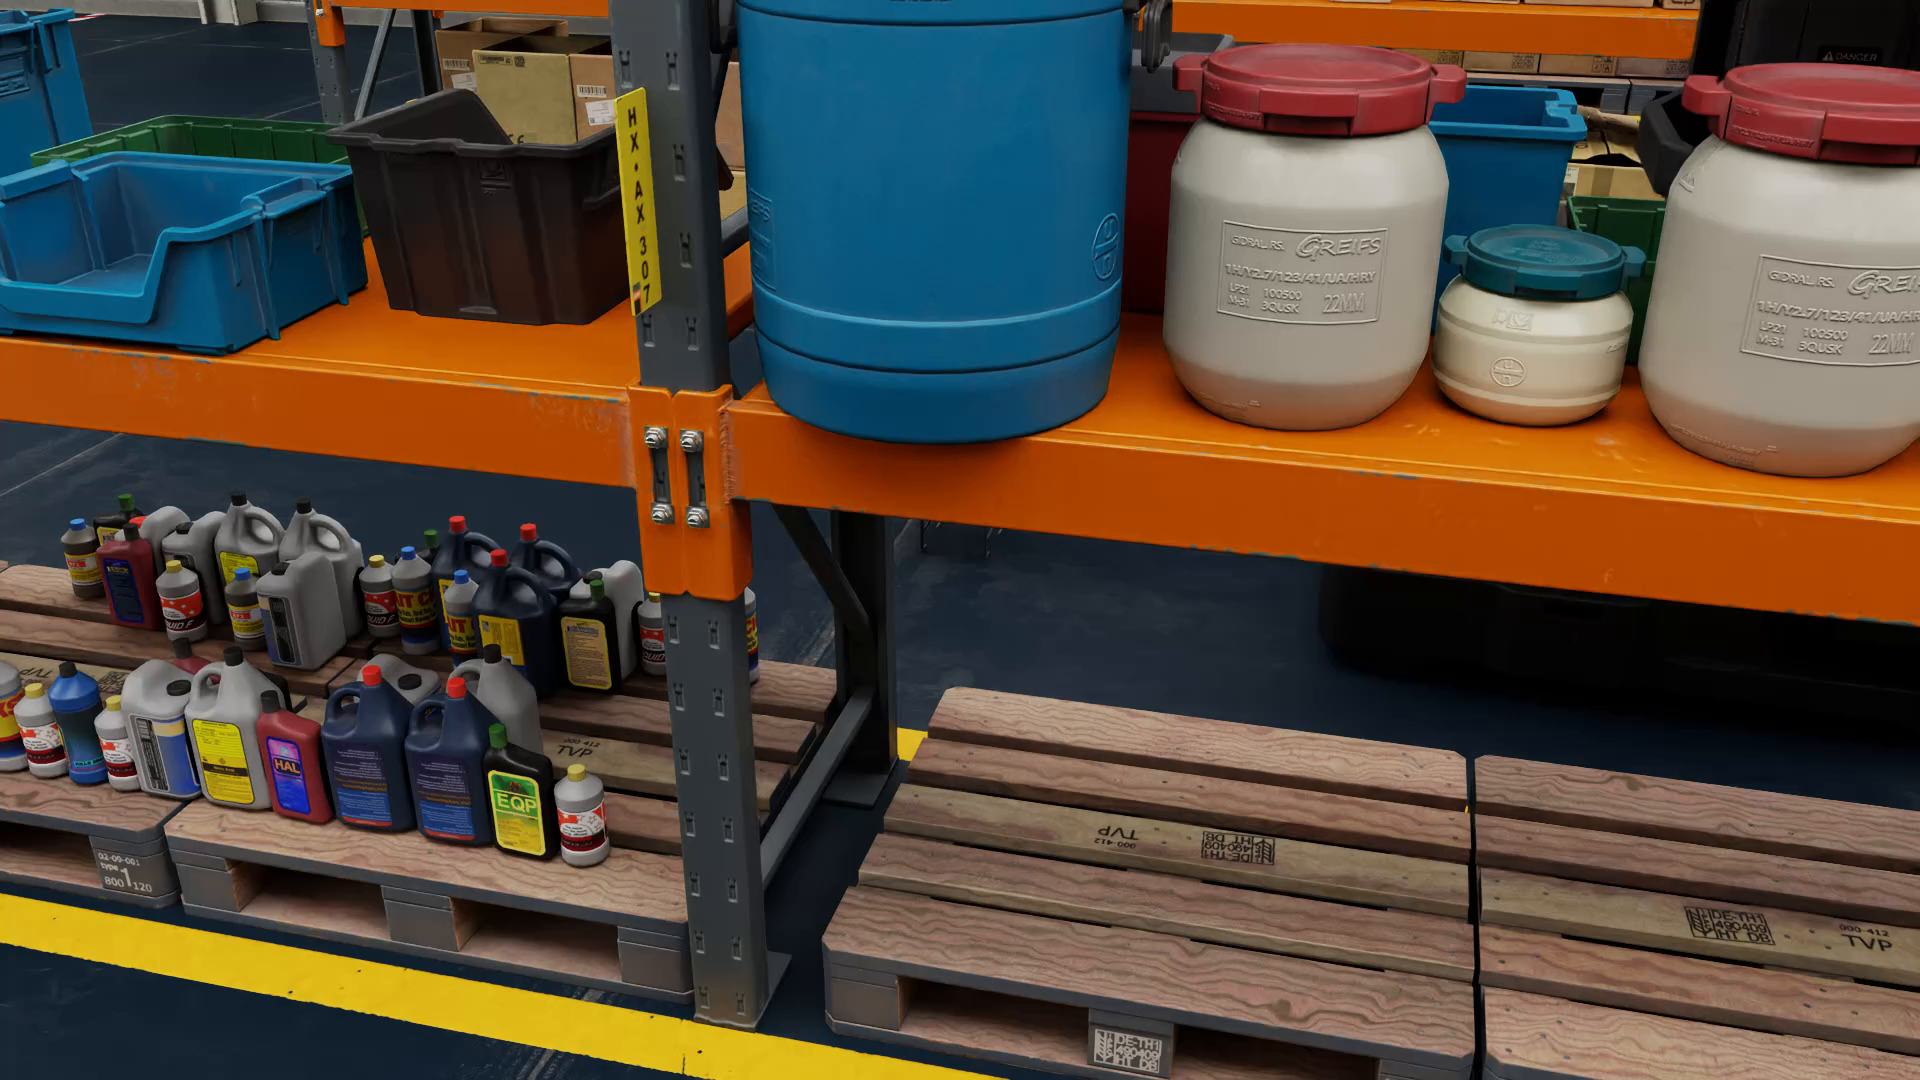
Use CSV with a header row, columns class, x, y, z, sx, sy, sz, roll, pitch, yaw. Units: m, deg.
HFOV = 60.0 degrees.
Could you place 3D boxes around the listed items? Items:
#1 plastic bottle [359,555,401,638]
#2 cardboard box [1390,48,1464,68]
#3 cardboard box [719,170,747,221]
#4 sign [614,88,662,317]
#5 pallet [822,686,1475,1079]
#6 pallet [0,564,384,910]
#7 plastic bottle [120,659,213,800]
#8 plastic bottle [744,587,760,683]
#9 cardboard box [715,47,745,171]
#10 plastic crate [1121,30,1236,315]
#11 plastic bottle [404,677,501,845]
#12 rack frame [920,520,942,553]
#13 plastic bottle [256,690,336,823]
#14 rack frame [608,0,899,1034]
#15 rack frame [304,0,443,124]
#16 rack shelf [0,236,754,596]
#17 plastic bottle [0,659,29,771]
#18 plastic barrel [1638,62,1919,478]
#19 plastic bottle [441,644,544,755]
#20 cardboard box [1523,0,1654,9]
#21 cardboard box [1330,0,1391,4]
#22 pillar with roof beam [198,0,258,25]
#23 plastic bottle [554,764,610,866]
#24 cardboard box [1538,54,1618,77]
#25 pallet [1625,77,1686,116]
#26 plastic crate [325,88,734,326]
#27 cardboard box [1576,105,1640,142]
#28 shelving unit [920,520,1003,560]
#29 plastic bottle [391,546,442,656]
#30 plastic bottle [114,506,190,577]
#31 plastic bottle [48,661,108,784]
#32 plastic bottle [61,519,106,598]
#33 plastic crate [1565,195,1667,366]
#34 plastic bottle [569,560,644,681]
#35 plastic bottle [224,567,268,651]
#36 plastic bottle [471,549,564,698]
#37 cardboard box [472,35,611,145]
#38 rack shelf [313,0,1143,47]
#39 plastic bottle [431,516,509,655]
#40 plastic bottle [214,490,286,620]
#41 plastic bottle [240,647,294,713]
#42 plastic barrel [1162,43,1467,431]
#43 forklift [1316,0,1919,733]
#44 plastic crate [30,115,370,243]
class,x,y,z,sx,sy,sz,roll,pitch,yaw
plastic bottle,-1.465,0.136,4.218,0.097,0.201,0.097,0,25,0
cardboard box,3.362,-3.697,11.923,0.500,0.500,0.700,6,26,12
cardboard box,-1.056,-1.736,8.117,0.500,0.250,0.500,6,26,13
sign,-0.483,-0.506,2.502,0.005,0.325,0.100,6,26,13
pallet,0.435,0.718,3.497,1.213,0.211,1.003,6,26,13
pallet,-2.161,0.431,4.099,1.213,0.211,1.003,6,26,13
plastic bottle,-1.686,0.399,3.579,0.135,0.276,0.152,7,26,14
plastic bottle,-0.535,0.208,3.987,0.097,0.271,0.097,0,25,0
cardboard box,-1.056,-2.074,7.955,0.500,0.500,0.500,6,26,13
plastic crate,0.210,-0.714,3.185,0.583,0.464,0.402,6,26,13
plastic bottle,-1.031,0.439,3.408,0.185,0.351,0.144,6,26,12
rack frame,-0.091,-0.416,5.078,0.006,0.900,0.240,6,26,13
plastic bottle,-1.385,0.449,3.465,0.133,0.283,0.061,8,27,16
rack frame,-0.336,-0.609,3.040,0.127,3.000,1.000,6,26,13
rack frame,-2.972,-3.099,8.270,0.127,3.000,1.000,6,26,13
rack shelf,-2.273,-0.498,3.644,4.000,0.370,1.077,6,26,13
plastic bottle,-2.102,0.367,3.651,0.097,0.271,0.097,0,25,0
plastic barrel,1.247,-0.398,2.439,0.433,0.535,0.433,0,25,0
plastic bottle,-0.995,0.379,3.534,0.185,0.351,0.144,6,26,13
cardboard box,2.637,-2.517,6.931,0.500,0.500,0.500,6,26,13
cardboard box,1.709,-2.377,7.046,0.250,0.149,0.380,6,26,13
pillar with roof beam,-7.732,-7.006,9.497,0.400,9.000,9.100,6,26,13
plastic bottle,-0.765,0.547,3.356,0.097,0.201,0.097,0,25,0
cardboard box,4.337,-3.576,11.667,0.500,0.500,0.700,6,26,13
pallet,5.249,-3.131,11.580,1.213,0.211,1.003,6,26,13
plastic crate,-0.811,-0.690,3.282,0.504,0.338,0.767,6,26,13
cardboard box,2.839,-1.785,7.568,0.500,0.311,0.500,6,26,12
shelving unit,0.008,-0.405,5.055,0.210,0.900,0.258,6,26,13
plastic bottle,-1.349,0.145,4.119,0.097,0.271,0.097,0,25,0
plastic bottle,-2.084,0.046,4.320,0.135,0.276,0.152,7,26,13
plastic bottle,-1.906,0.389,3.606,0.097,0.271,0.097,0,25,0
plastic bottle,-2.322,0.042,4.417,0.097,0.201,0.097,0,25,0
plastic crate,1.421,-0.444,2.941,0.662,0.188,0.450,6,26,13
plastic bottle,-0.855,0.182,4.035,0.135,0.276,0.152,7,26,15
plastic bottle,-1.776,0.166,4.156,0.097,0.201,0.097,0,25,0
plastic bottle,-1.050,0.189,3.933,0.185,0.351,0.144,6,26,13
cardboard box,-2.024,-2.183,8.184,0.500,0.500,0.500,6,26,13
rack shelf,-1.035,-2.560,7.975,4.000,0.370,1.077,6,26,13
plastic bottle,-1.197,0.109,4.102,0.185,0.351,0.144,5,26,11
plastic bottle,-1.789,0.043,4.239,0.185,0.351,0.144,7,26,15
plastic bottle,-1.529,0.369,3.633,0.133,0.283,0.061,6,26,13
plastic barrel,0.536,-0.477,2.604,0.433,0.535,0.433,0,25,0
forklift,2.555,-1.026,3.996,3.031,2.935,1.130,7,26,14
plastic crate,-1.580,-0.776,3.638,0.662,0.188,0.450,6,26,13
